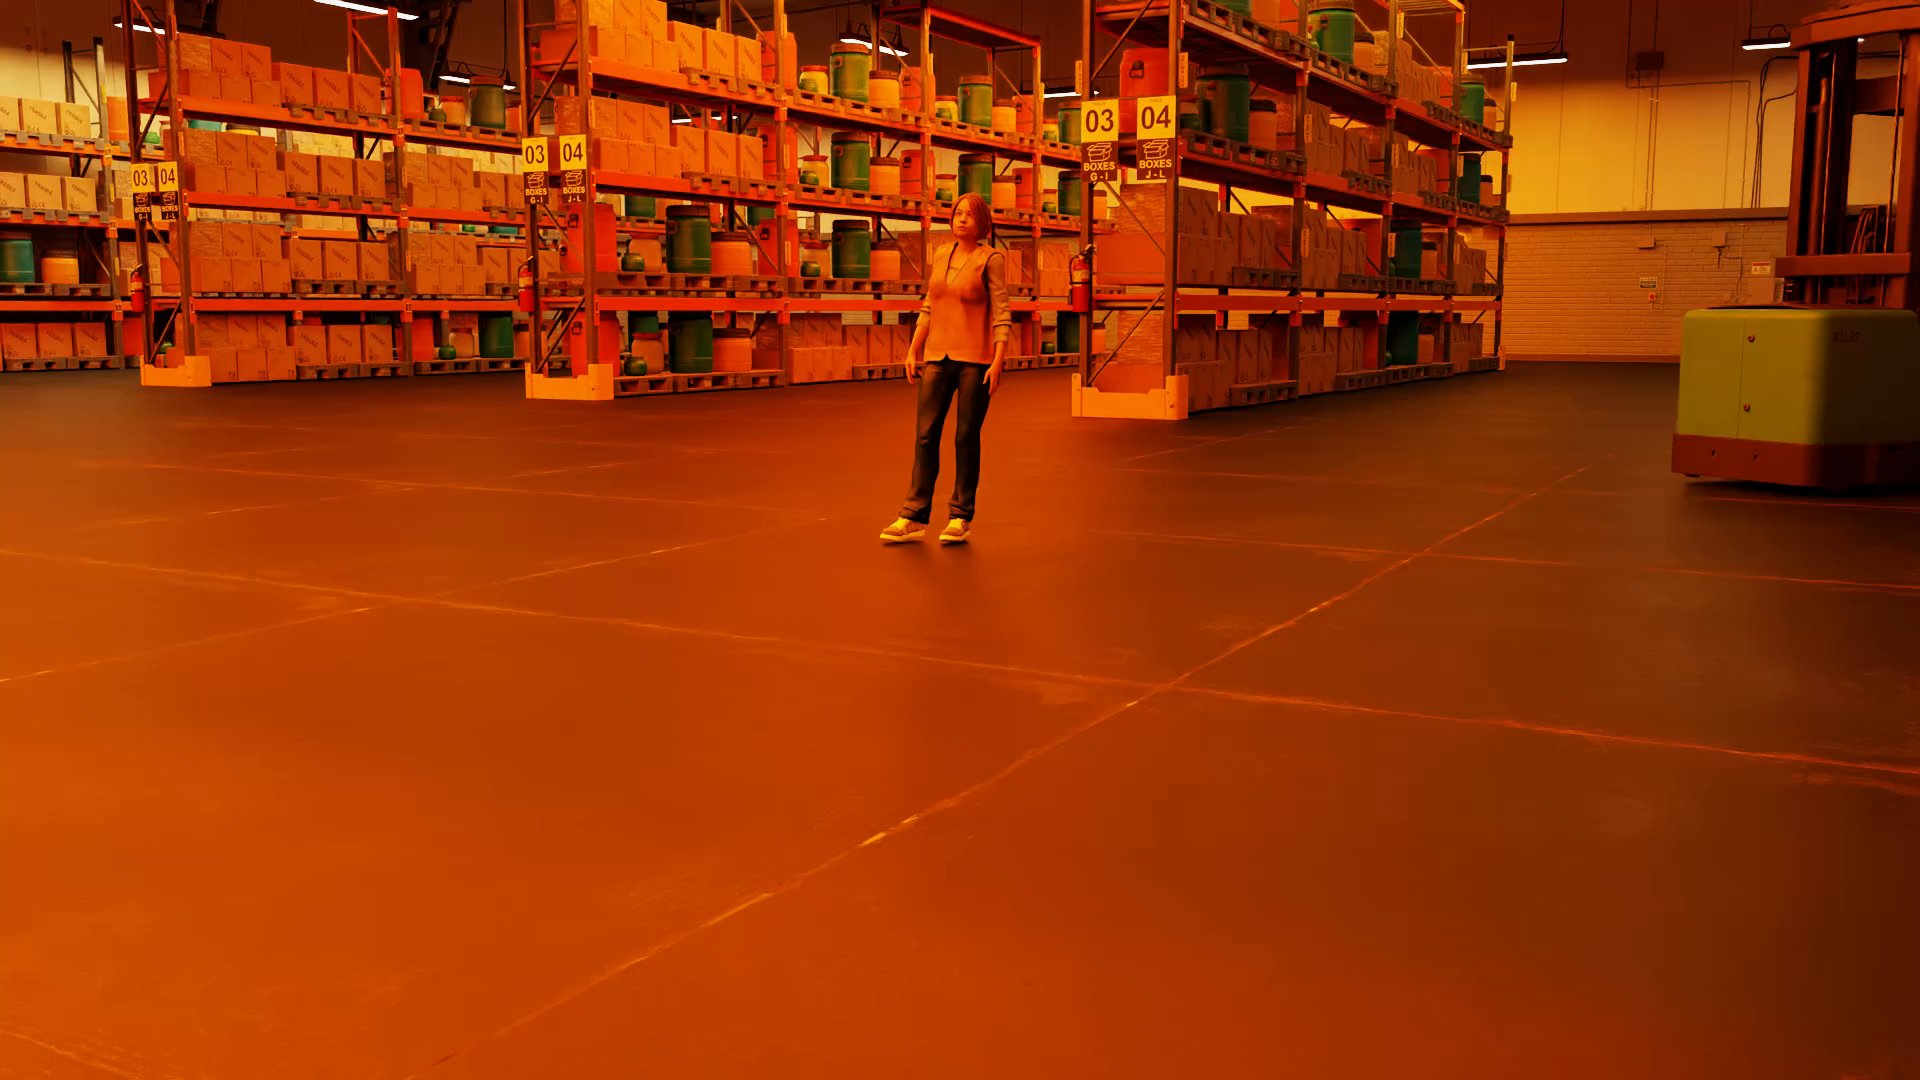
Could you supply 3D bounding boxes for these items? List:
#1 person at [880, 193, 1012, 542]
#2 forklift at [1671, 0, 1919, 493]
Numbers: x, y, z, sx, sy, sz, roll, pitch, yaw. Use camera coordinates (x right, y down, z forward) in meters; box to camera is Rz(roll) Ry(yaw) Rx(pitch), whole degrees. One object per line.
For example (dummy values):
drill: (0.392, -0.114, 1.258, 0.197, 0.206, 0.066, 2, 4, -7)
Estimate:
person: (-0.048, -0.791, 7.647, 0.520, 1.597, 0.476, 4, 9, 29)
forklift: (5.992, -1.829, 10.346, 3.031, 2.935, 1.130, -4, 9, -24)
